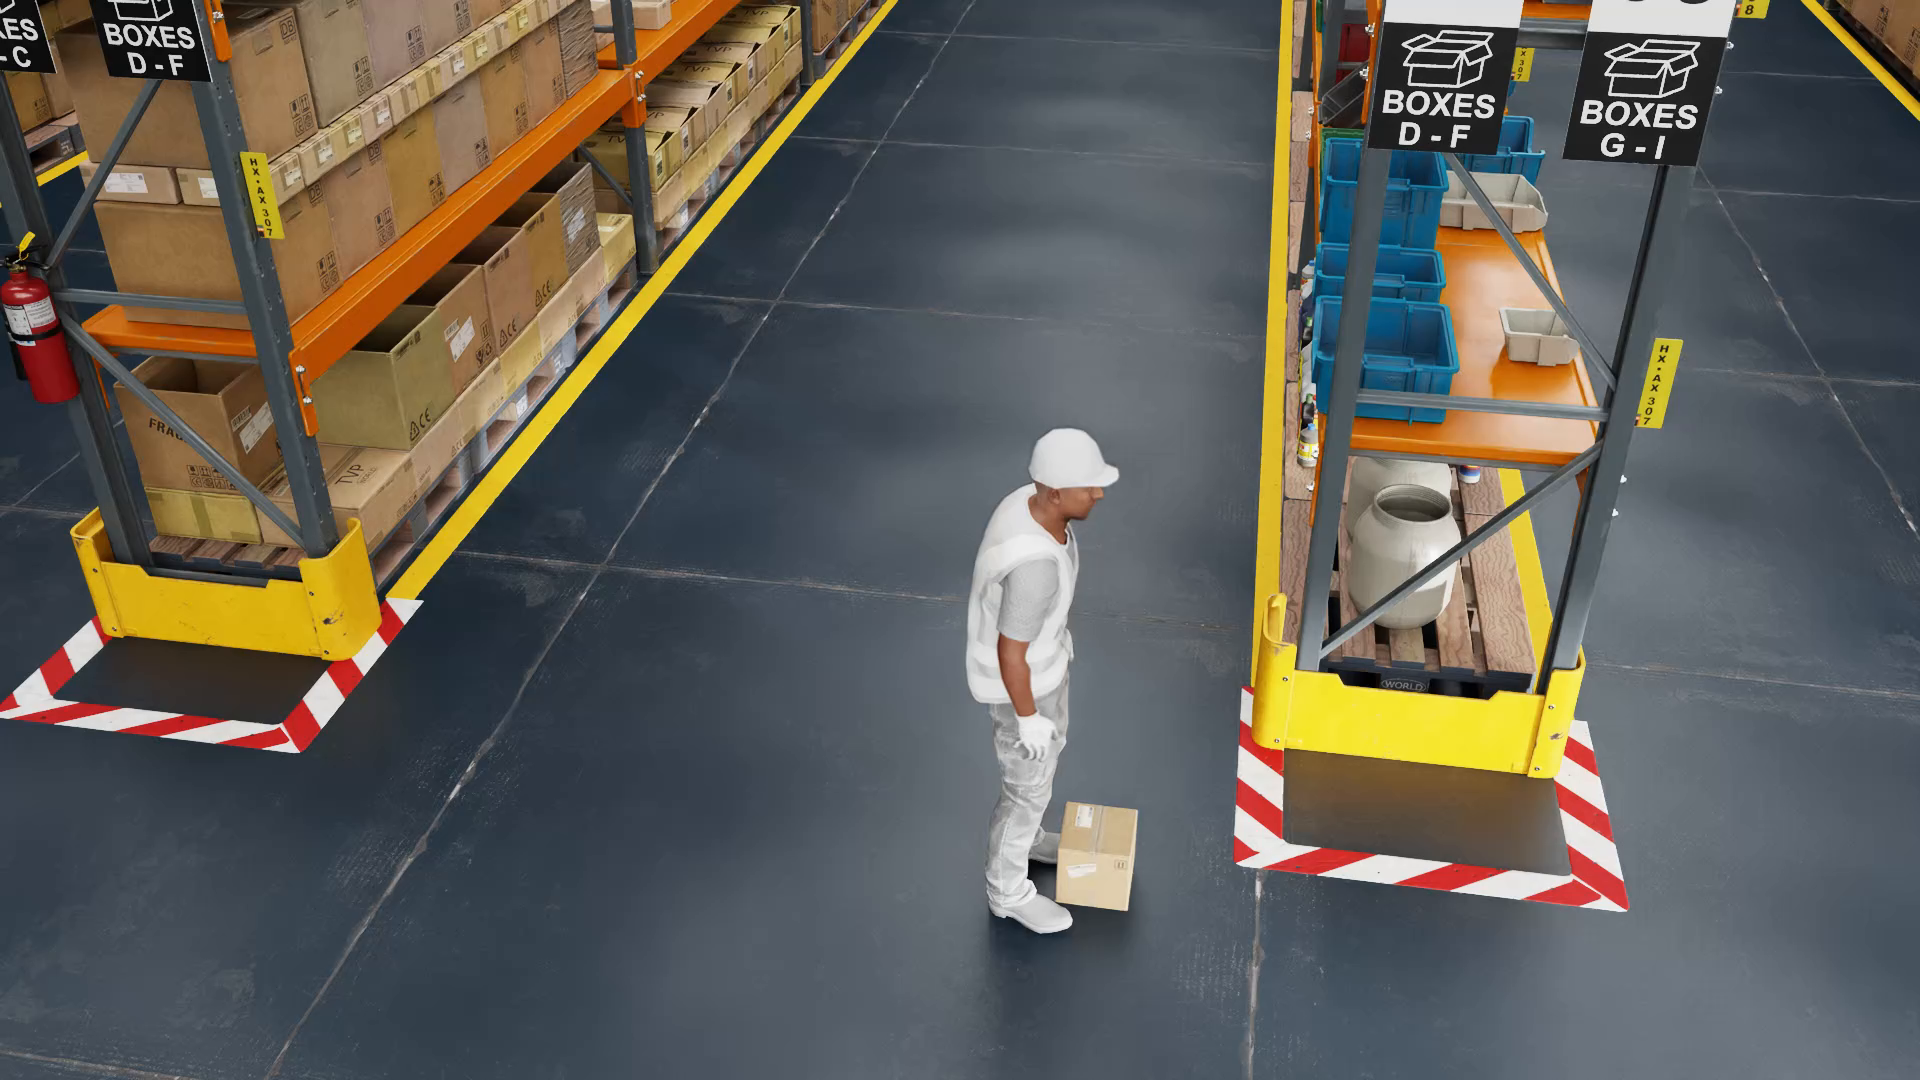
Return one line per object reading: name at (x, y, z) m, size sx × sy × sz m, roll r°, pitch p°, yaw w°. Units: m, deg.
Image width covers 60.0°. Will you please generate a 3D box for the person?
person at (0.254, 0.437, 5.430) m, size 0.452 × 1.774 × 0.629 m, roll 6°, pitch 33°, yaw 9°
